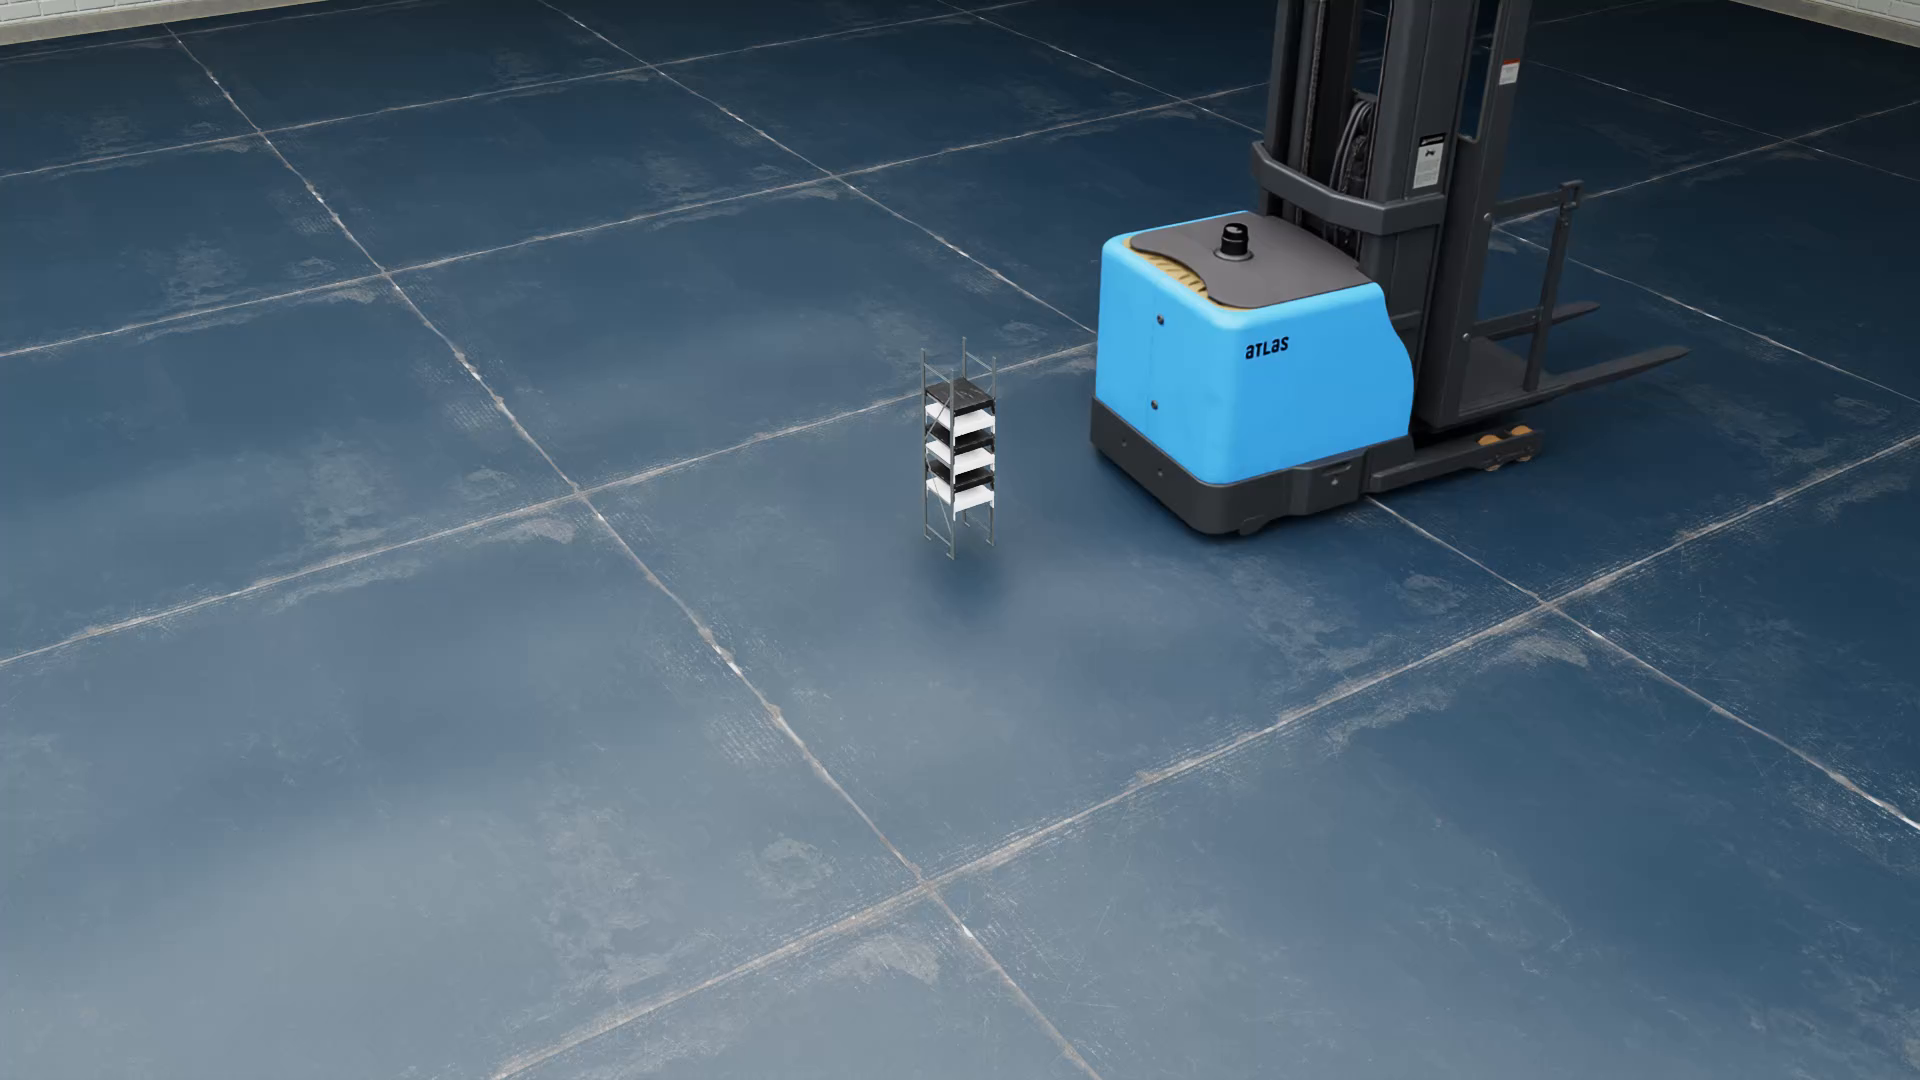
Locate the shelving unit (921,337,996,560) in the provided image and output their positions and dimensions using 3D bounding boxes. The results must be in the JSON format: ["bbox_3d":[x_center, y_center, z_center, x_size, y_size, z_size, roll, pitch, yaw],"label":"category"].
[{"bbox_3d":[-0.007,-0.378,7.006,0.210,0.900,0.258,-19,37,-27],"label":"shelving unit"}]

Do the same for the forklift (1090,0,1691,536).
[{"bbox_3d":[2.167,-1.797,7.352,3.031,2.935,1.130,-15,35,-22],"label":"forklift"}]

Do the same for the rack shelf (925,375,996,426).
[{"bbox_3d":[-0.007,-0.578,6.880,0.200,0.077,0.258,-19,37,-27],"label":"rack shelf"}]

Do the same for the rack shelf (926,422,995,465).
[{"bbox_3d":[-0.007,-0.426,6.976,0.200,0.077,0.258,-19,37,-27],"label":"rack shelf"}]

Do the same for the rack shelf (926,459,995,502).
[{"bbox_3d":[-0.007,-0.274,7.072,0.200,0.077,0.258,-19,37,-27],"label":"rack shelf"}]

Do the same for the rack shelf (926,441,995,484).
[{"bbox_3d":[-0.007,-0.350,7.024,0.200,0.077,0.258,-19,37,-27],"label":"rack shelf"}]

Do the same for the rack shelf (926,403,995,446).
[{"bbox_3d":[-0.007,-0.502,6.928,0.200,0.077,0.258,-19,37,-27],"label":"rack shelf"}]

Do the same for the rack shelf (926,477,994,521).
[{"bbox_3d":[-0.007,-0.198,7.120,0.200,0.077,0.258,-19,37,-27],"label":"rack shelf"}]

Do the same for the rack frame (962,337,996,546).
[{"bbox_3d":[0.079,-0.408,7.053,0.006,0.900,0.240,-19,37,-27],"label":"rack frame"}]

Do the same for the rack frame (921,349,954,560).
[{"bbox_3d":[-0.092,-0.349,6.960,0.006,0.900,0.240,-19,37,-27],"label":"rack frame"}]
